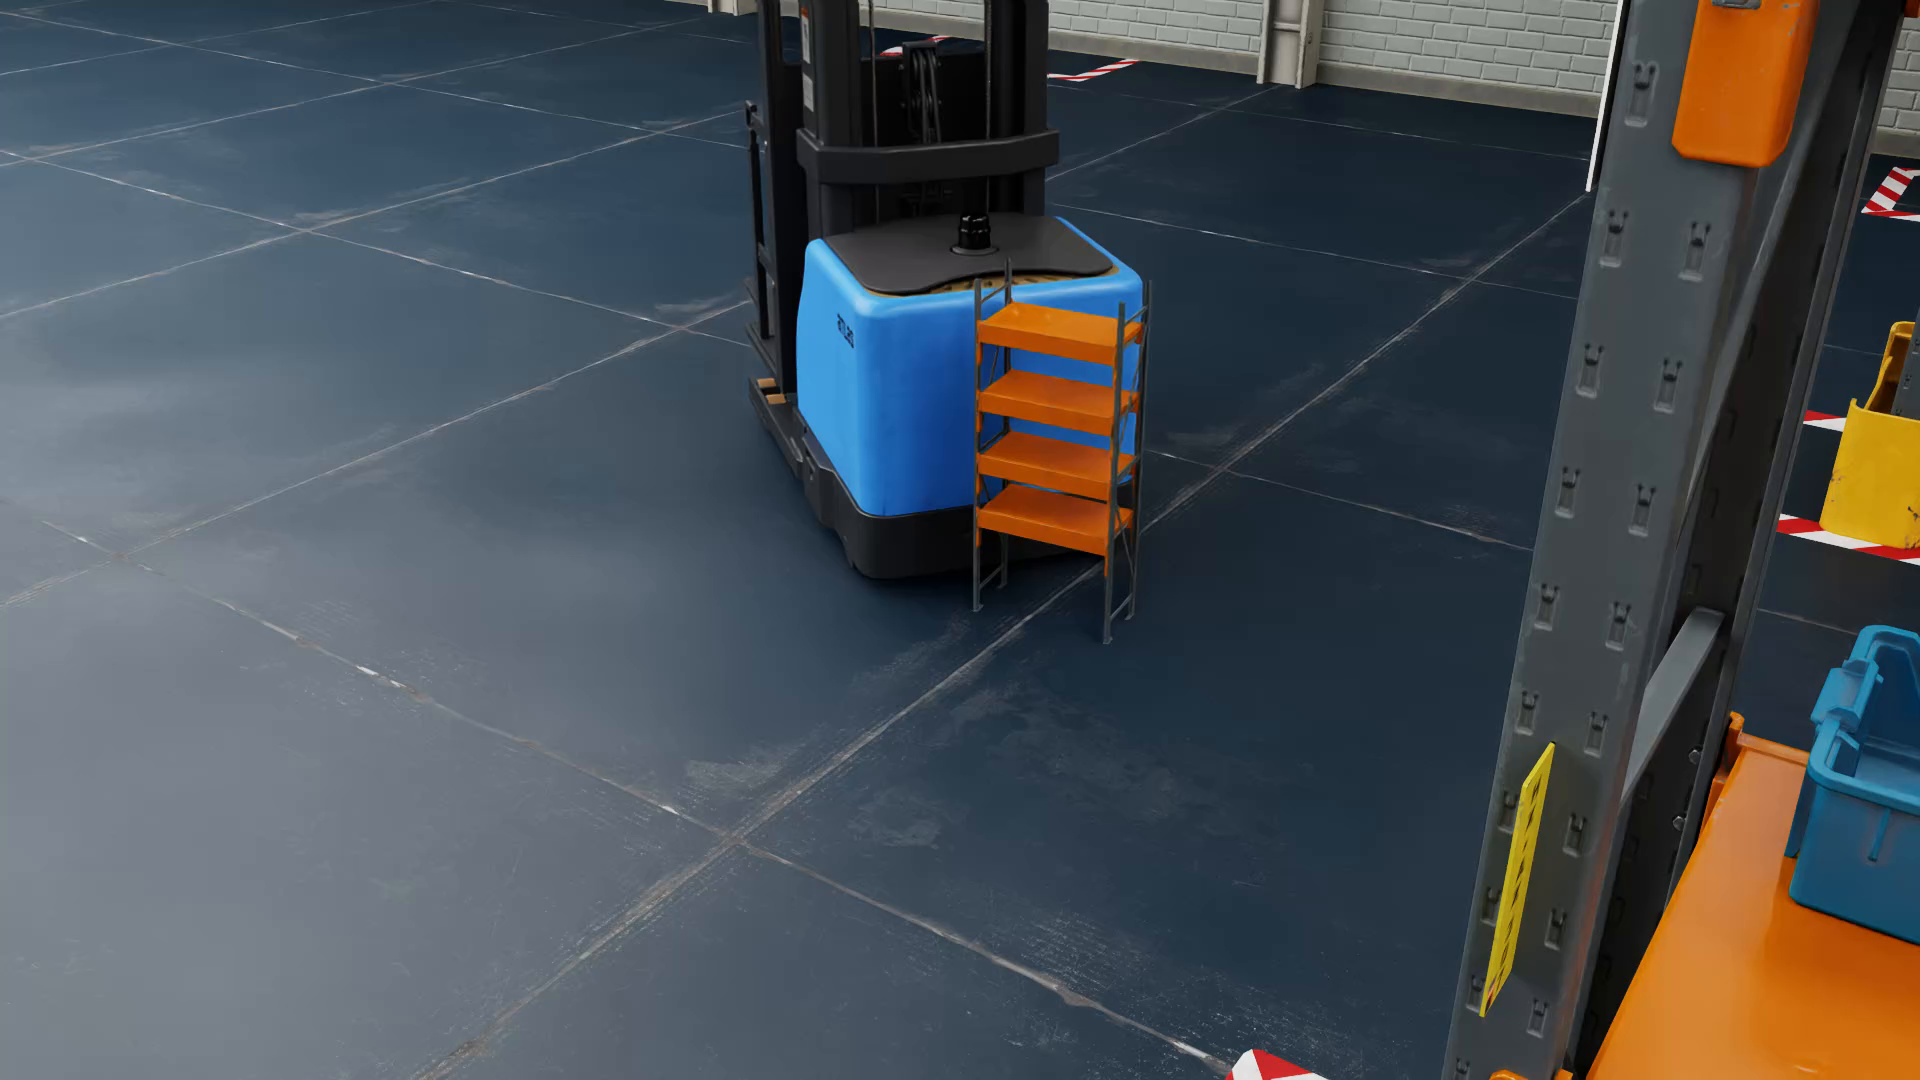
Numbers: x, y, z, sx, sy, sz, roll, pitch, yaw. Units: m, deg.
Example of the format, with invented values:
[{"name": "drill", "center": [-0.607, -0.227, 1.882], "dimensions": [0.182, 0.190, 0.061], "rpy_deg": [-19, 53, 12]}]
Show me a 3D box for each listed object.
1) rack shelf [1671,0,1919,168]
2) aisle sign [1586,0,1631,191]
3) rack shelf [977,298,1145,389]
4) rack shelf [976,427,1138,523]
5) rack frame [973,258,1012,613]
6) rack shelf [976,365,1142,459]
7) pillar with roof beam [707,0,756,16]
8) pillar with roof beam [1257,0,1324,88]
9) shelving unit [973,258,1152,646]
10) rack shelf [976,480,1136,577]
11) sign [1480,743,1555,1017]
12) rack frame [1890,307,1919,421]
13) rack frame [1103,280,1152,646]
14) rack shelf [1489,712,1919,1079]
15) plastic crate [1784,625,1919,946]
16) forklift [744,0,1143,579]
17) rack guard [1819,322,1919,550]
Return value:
[{"name": "rack shelf", "center": [2.592, -0.197, 0.815], "dimensions": [4.000, 0.370, 1.077], "rpy_deg": [17, 32, 30]}, {"name": "aisle sign", "center": [0.718, -0.762, 1.573], "dimensions": [0.004, 0.787, 0.394], "rpy_deg": [17, 32, 30]}, {"name": "rack shelf", "center": [0.324, -0.630, 5.300], "dimensions": [0.480, 0.148, 0.258], "rpy_deg": [13, 30, 24]}, {"name": "rack shelf", "center": [0.324, -0.220, 5.508], "dimensions": [0.480, 0.148, 0.258], "rpy_deg": [13, 30, 24]}, {"name": "rack frame", "center": [0.107, -0.331, 5.578], "dimensions": [0.015, 1.200, 0.240], "rpy_deg": [13, 30, 24]}, {"name": "rack shelf", "center": [0.324, -0.420, 5.407], "dimensions": [0.480, 0.148, 0.258], "rpy_deg": [13, 30, 24]}, {"name": "pillar with roof beam", "center": [-4.710, -7.687, 11.434], "dimensions": [0.400, 9.000, 9.100], "rpy_deg": [17, 32, 30]}, {"name": "pillar with roof beam", "center": [0.236, -6.147, 8.406], "dimensions": [0.400, 9.000, 9.100], "rpy_deg": [17, 32, 30]}, {"name": "shelving unit", "center": [0.324, -0.280, 5.478], "dimensions": [0.503, 1.200, 0.258], "rpy_deg": [13, 30, 24]}, {"name": "rack shelf", "center": [0.324, -0.043, 5.598], "dimensions": [0.480, 0.148, 0.258], "rpy_deg": [13, 30, 24]}, {"name": "sign", "center": [0.628, 0.387, 1.877], "dimensions": [0.005, 0.325, 0.100], "rpy_deg": [17, 32, 30]}, {"name": "rack frame", "center": [3.751, -1.545, 5.979], "dimensions": [0.127, 3.000, 1.000], "rpy_deg": [17, 32, 30]}, {"name": "rack frame", "center": [0.540, -0.229, 5.377], "dimensions": [0.015, 1.200, 0.240], "rpy_deg": [13, 30, 24]}, {"name": "rack shelf", "center": [2.592, 1.140, 1.496], "dimensions": [4.000, 0.370, 1.077], "rpy_deg": [17, 32, 30]}, {"name": "plastic crate", "center": [1.525, 0.389, 2.343], "dimensions": [0.616, 0.251, 0.499], "rpy_deg": [17, 32, 30]}, {"name": "forklift", "center": [-0.293, -1.818, 6.590], "dimensions": [1.130, 2.935, 3.031], "rpy_deg": [-8, 28, -16]}, {"name": "rack guard", "center": [3.731, -0.437, 6.558], "dimensions": [0.348, 0.500, 1.175], "rpy_deg": [17, 32, 30]}]
